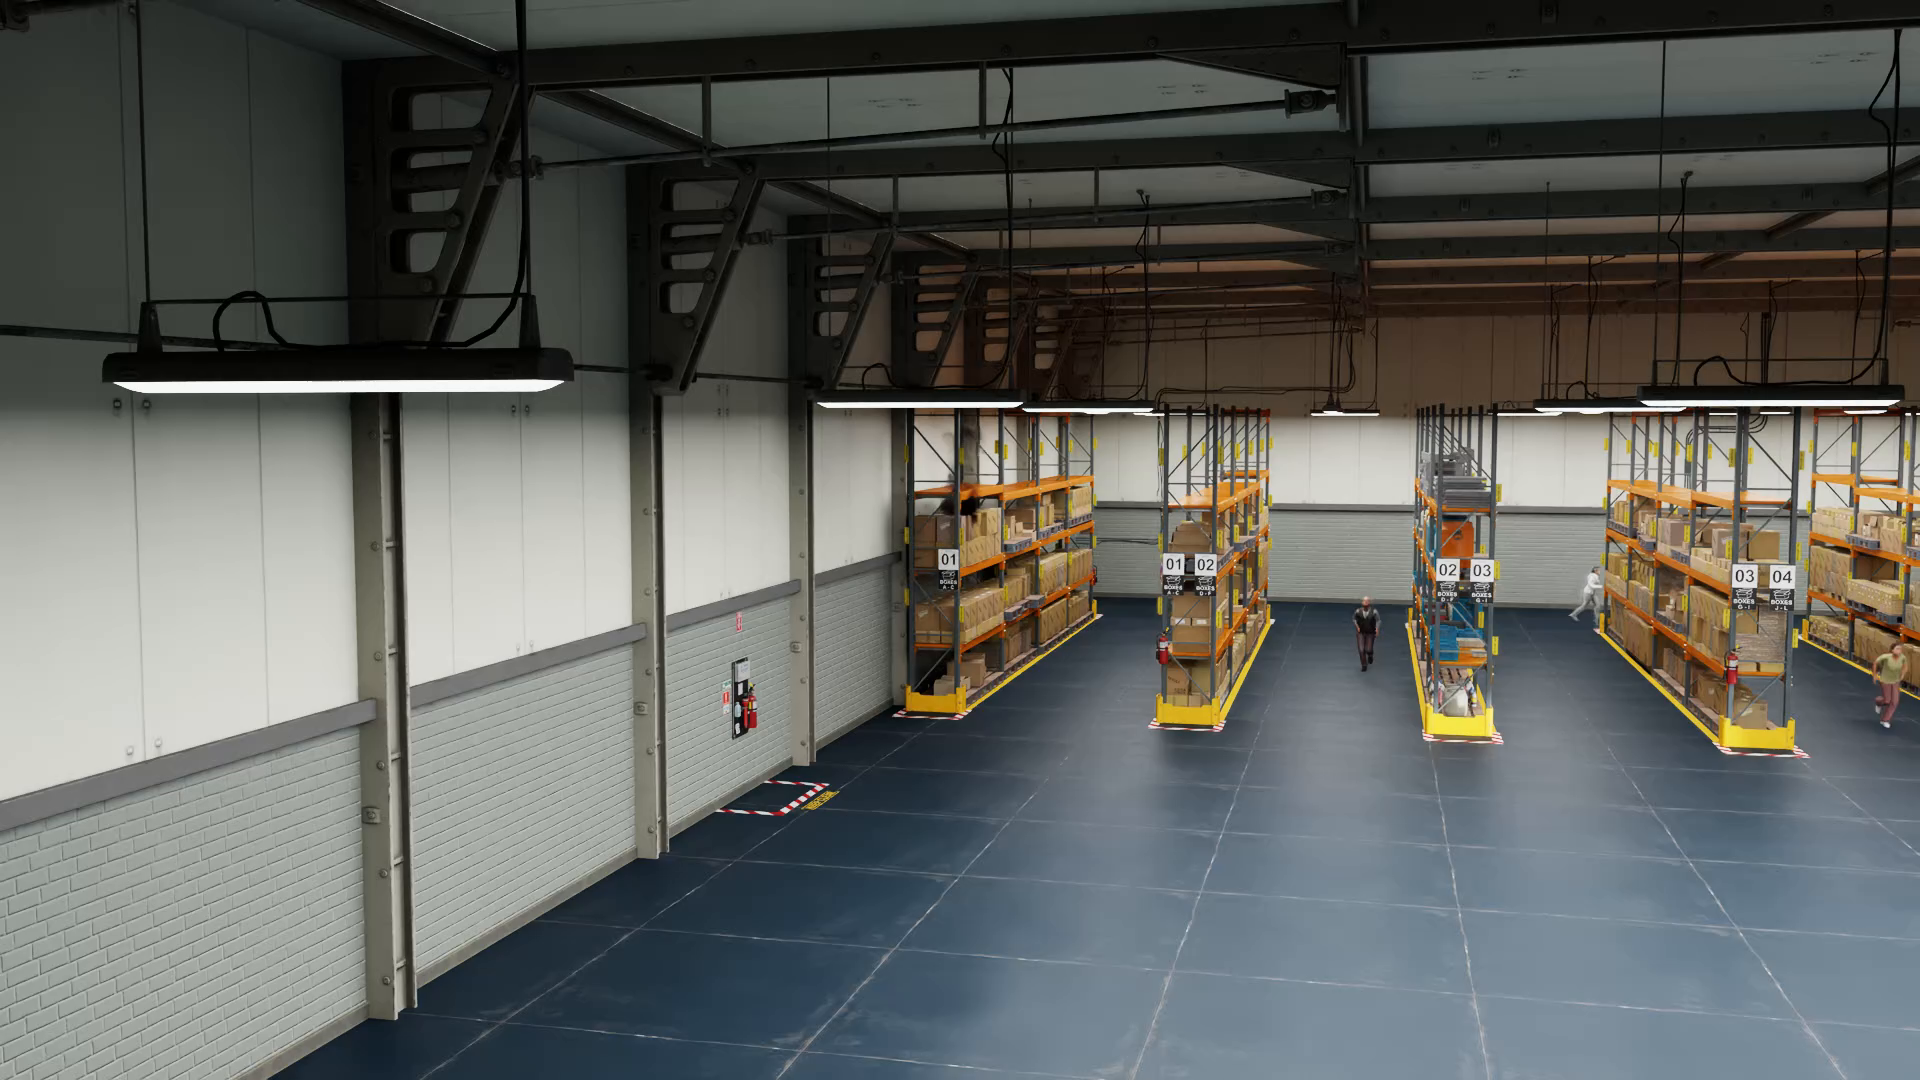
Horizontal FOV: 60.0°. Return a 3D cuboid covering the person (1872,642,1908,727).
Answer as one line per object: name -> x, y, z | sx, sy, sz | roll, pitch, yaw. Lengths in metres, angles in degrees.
person -> 17.361, 2.683, 31.090 | 0.575, 1.605, 0.737 | 0, 4, 0

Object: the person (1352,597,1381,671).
person -> 9.239, 2.140, 37.848 | 0.661, 1.680, 0.585 | 1, 4, 19

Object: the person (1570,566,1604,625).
person -> 17.517, 1.544, 46.382 | 0.928, 1.706, 0.645 | 3, 5, 36
